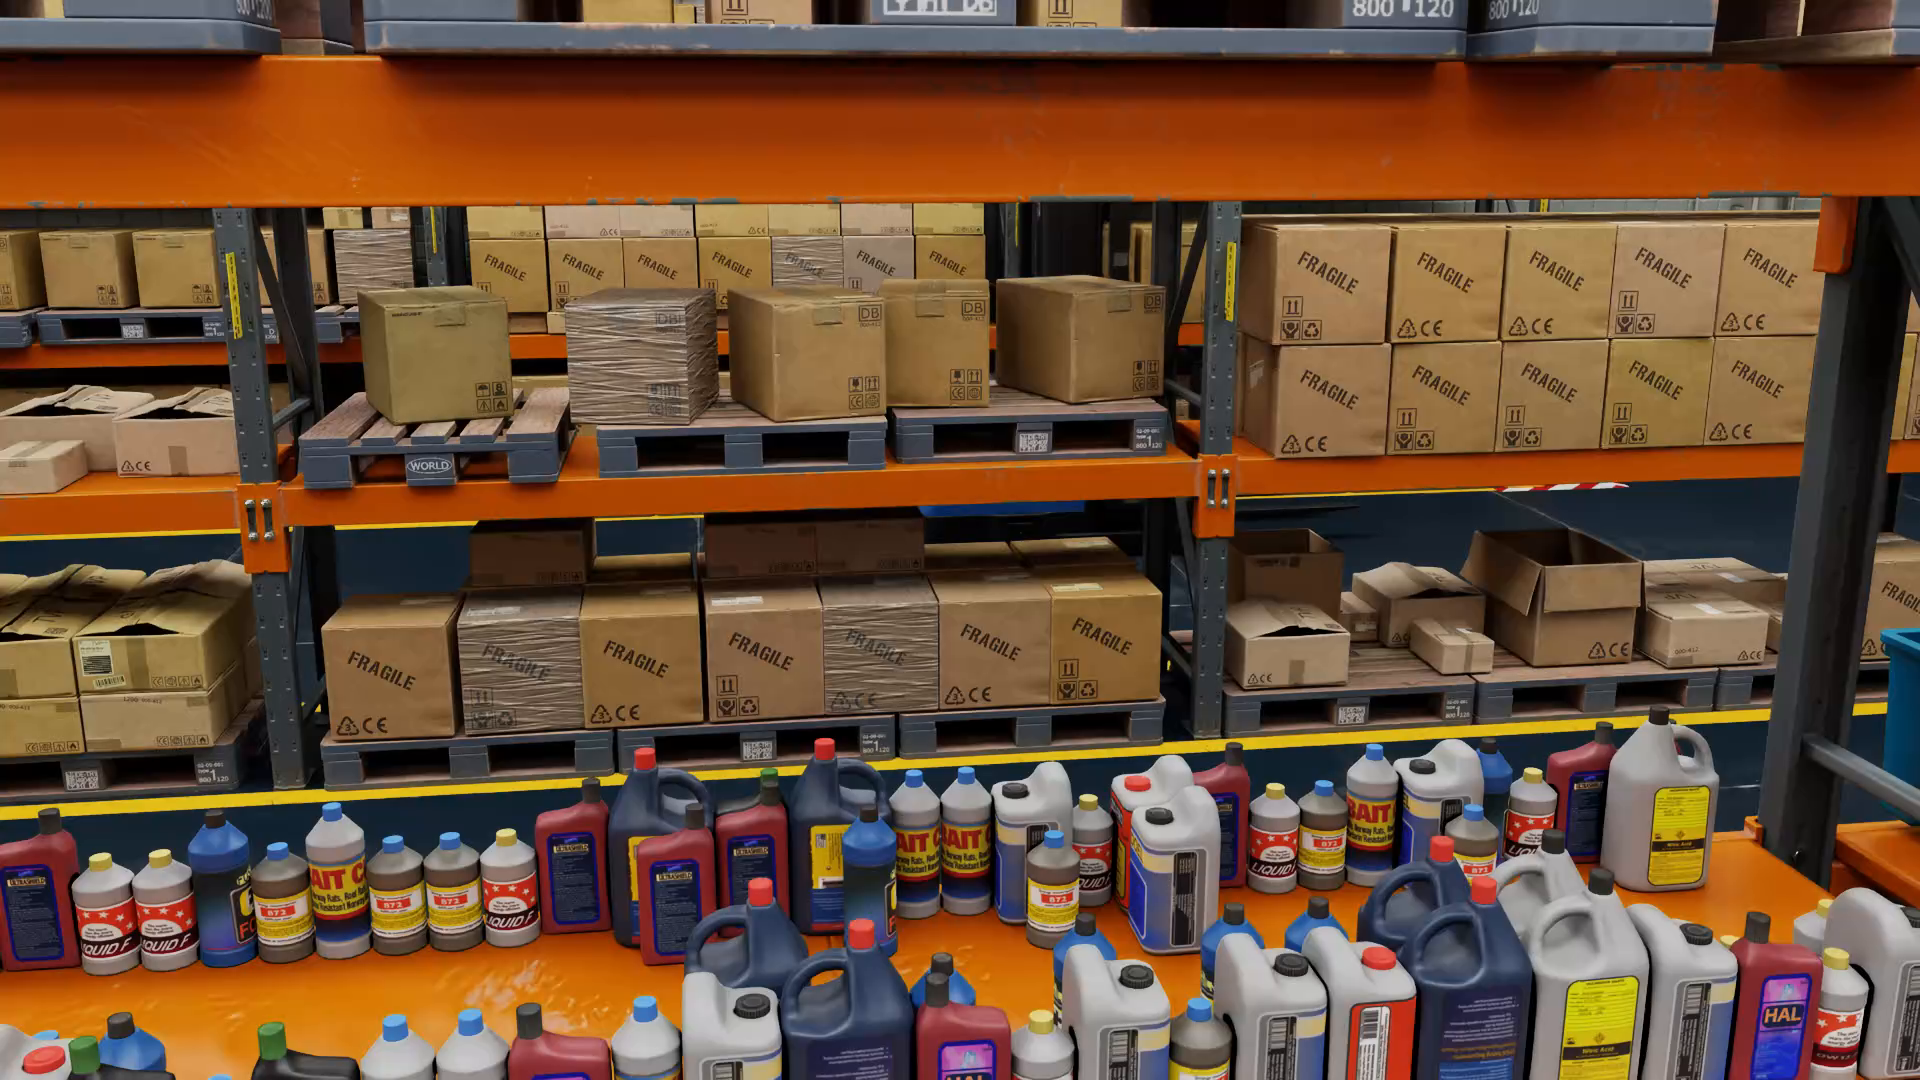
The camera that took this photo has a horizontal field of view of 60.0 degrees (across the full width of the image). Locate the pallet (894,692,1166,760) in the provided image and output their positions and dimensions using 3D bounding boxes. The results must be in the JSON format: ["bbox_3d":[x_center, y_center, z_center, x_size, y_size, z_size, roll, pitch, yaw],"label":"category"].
[{"bbox_3d":[0.257,0.728,7.884,1.213,0.211,1.003,-2,14,-8],"label":"pallet"}]

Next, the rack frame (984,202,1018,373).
[{"bbox_3d":[0.314,-1.854,12.450,0.127,3.000,1.000,-2,14,-8],"label":"rack frame"}]

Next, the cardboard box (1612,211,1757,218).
[{"bbox_3d":[3.522,-1.351,8.181,0.500,0.500,0.500,-2,14,-8],"label":"cardboard box"}]

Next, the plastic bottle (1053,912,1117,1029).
[{"bbox_3d":[0.189,0.699,2.534,0.097,0.271,0.097,0,14,0],"label":"plastic bottle"}]

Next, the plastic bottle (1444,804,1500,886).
[{"bbox_3d":[0.951,0.593,3.100,0.097,0.201,0.097,0,14,0],"label":"plastic bottle"}]

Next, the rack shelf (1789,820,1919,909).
[{"bbox_3d":[3.768,0.805,3.324,4.000,0.370,1.077,-2,14,-8],"label":"rack shelf"}]

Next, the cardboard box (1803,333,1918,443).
[{"bbox_3d":[4.096,-0.755,7.861,0.500,0.500,0.500,-2,14,-8],"label":"cardboard box"}]

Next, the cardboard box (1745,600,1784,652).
[{"bbox_3d":[4.096,0.425,8.281,0.250,0.166,0.380,-2,14,-8],"label":"cardboard box"}]

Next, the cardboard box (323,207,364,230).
[{"bbox_3d":[-4.294,-2.251,11.588,0.250,0.149,0.380,-5,15,-18],"label":"cardboard box"}]

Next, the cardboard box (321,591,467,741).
[{"bbox_3d":[-2.407,0.533,7.163,0.500,0.500,0.500,-1,14,-6],"label":"cardboard box"}]

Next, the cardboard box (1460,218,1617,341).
[{"bbox_3d":[2.582,-1.183,7.512,0.500,0.500,0.500,-3,14,-10],"label":"cardboard box"}]

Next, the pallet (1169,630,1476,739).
[{"bbox_3d":[1.735,0.665,8.136,1.213,0.211,1.003,-2,14,-8],"label":"pallet"}]

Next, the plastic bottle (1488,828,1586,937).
[{"bbox_3d":[0.908,0.630,2.645,0.185,0.351,0.144,-2,14,-8],"label":"plastic bottle"}]

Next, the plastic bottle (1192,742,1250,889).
[{"bbox_3d":[0.485,0.528,3.189,0.133,0.283,0.061,-2,14,-8],"label":"plastic bottle"}]

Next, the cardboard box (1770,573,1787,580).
[{"bbox_3d":[4.299,0.295,8.801,0.250,0.166,0.380,-2,14,-8],"label":"cardboard box"}]

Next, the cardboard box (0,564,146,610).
[{"bbox_3d":[-3.980,0.309,7.458,0.500,0.311,0.500,-2,14,-10],"label":"cardboard box"}]

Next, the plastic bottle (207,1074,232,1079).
[{"bbox_3d":[-0.981,0.813,2.223,0.097,0.201,0.097,0,14,0],"label":"plastic bottle"}]

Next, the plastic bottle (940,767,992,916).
[{"bbox_3d":[0.012,0.556,3.104,0.097,0.271,0.097,0,14,0],"label":"plastic bottle"}]

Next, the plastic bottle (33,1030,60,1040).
[{"bbox_3d":[-1.269,0.786,2.330,0.097,0.201,0.097,0,14,0],"label":"plastic bottle"}]

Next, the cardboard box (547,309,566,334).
[{"bbox_3d":[-2.755,-1.550,11.710,0.250,0.149,0.380,-2,14,-7],"label":"cardboard box"}]

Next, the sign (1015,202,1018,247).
[{"bbox_3d":[0.404,-2.247,11.799,0.005,0.325,0.100,-2,14,-8],"label":"sign"}]

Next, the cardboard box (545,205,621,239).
[{"bbox_3d":[-2.623,-2.250,11.626,0.500,0.250,0.500,-2,14,-9],"label":"cardboard box"}]

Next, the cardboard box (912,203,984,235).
[{"bbox_3d":[-0.110,-2.342,11.995,0.500,0.250,0.500,-2,14,-7],"label":"cardboard box"}]

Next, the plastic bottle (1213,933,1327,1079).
[{"bbox_3d":[0.455,0.717,2.450,0.135,0.276,0.152,-2,14,-8],"label":"plastic bottle"}]

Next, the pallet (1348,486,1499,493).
[{"bbox_3d":[3.490,-0.599,13.176,1.213,0.211,1.003,-2,14,-8],"label":"pallet"}]

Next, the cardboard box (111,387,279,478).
[{"bbox_3d":[-3.266,-0.472,7.121,0.500,0.311,0.500,-1,14,-5],"label":"cardboard box"}]

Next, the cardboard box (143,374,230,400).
[{"bbox_3d":[-5.426,-1.010,11.775,0.500,0.250,0.500,-2,14,-9],"label":"cardboard box"}]

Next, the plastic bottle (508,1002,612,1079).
[{"bbox_3d":[-0.540,0.761,2.259,0.133,0.283,0.061,-2,14,-8],"label":"plastic bottle"}]

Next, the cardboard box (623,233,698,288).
[{"bbox_3d":[-2.113,-1.902,11.783,0.500,0.500,0.500,-2,14,-9],"label":"cardboard box"}]

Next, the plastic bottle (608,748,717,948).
[{"bbox_3d":[-0.535,0.543,2.991,0.185,0.351,0.144,-2,14,-8],"label":"plastic bottle"}]

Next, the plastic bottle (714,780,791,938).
[{"bbox_3d":[-0.375,0.575,3.004,0.133,0.283,0.061,-2,14,-8],"label":"plastic bottle"}]

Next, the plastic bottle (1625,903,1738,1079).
[{"bbox_3d":[1.087,0.694,2.543,0.135,0.276,0.152,-2,14,-8],"label":"plastic bottle"}]

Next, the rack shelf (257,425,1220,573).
[{"bbox_3d":[-0.922,-0.242,7.497,4.000,0.370,1.077,-2,14,-8],"label":"rack shelf"}]

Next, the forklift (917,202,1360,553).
[{"bbox_3d":[1.154,-1.450,10.978,3.031,2.935,1.130,-2,14,-10],"label":"forklift"}]

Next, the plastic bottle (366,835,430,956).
[{"bbox_3d":[-1.003,0.627,2.964,0.097,0.201,0.097,0,14,0],"label":"plastic bottle"}]

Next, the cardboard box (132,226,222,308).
[{"bbox_3d":[-5.333,-1.901,11.527,0.500,0.500,0.700,-2,14,-8],"label":"cardboard box"}]

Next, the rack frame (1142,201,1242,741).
[{"bbox_3d":[1.056,-0.663,7.699,0.127,3.000,1.000,-2,14,-8],"label":"rack frame"}]

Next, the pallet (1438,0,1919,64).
[{"bbox_3d":[1.029,-0.783,2.398,1.003,0.211,1.213,-2,14,-8],"label":"pallet"}]

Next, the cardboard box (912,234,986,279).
[{"bbox_3d":[-0.105,-1.979,12.090,0.500,0.500,0.500,-2,14,-9],"label":"cardboard box"}]

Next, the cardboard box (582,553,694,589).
[{"bbox_3d":[-1.498,0.372,7.806,0.500,0.500,0.500,-3,14,-10],"label":"cardboard box"}]

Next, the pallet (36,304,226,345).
[{"bbox_3d":[-5.593,-1.535,11.570,1.213,0.211,1.003,-2,14,-8],"label":"pallet"}]

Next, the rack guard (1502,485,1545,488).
[{"bbox_3d":[4.293,-0.788,13.335,0.348,0.500,1.175,-2,14,-8],"label":"rack guard"}]

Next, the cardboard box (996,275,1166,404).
[{"bbox_3d":[0.554,-0.952,7.782,0.500,0.500,0.700,-7,16,-27],"label":"cardboard box"}]

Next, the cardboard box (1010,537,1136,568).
[{"bbox_3d":[0.541,0.295,8.113,0.500,0.500,0.500,-3,14,-11],"label":"cardboard box"}]

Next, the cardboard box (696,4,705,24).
[{"bbox_3d":[-1.618,-3.527,11.844,0.500,0.500,0.700,-2,14,-8],"label":"cardboard box"}]

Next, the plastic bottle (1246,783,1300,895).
[{"bbox_3d":[0.602,0.568,3.198,0.097,0.201,0.097,0,14,0],"label":"plastic bottle"}]

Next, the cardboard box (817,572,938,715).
[{"bbox_3d":[-0.376,0.457,7.468,0.500,0.500,0.500,-2,14,-8],"label":"cardboard box"}]

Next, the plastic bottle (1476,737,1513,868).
[{"bbox_3d":[1.024,0.519,3.252,0.097,0.271,0.097,0,14,0],"label":"plastic bottle"}]

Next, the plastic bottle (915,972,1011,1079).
[{"bbox_3d":[0.004,0.741,2.339,0.133,0.283,0.061,-2,14,-8],"label":"plastic bottle"}]

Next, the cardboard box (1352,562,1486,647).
[{"bbox_3d":[2.318,0.312,8.435,0.500,0.311,0.500,-2,14,-8],"label":"cardboard box"}]

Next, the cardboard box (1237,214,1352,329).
[{"bbox_3d":[1.517,-1.277,7.886,0.500,0.500,0.500,-2,14,-8],"label":"cardboard box"}]

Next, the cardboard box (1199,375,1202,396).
[{"bbox_3d":[1.951,-1.150,12.583,0.250,0.149,0.380,-3,14,-10],"label":"cardboard box"}]

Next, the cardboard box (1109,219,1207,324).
[{"bbox_3d":[1.575,-2.041,12.576,0.700,0.700,0.980,-2,14,-10],"label":"cardboard box"}]

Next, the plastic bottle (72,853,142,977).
[{"bbox_3d":[-1.484,0.645,2.894,0.097,0.201,0.097,0,14,0],"label":"plastic bottle"}]

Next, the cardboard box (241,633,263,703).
[{"bbox_3d":[-3.461,0.560,7.610,0.500,0.250,0.500,-2,14,-9],"label":"cardboard box"}]

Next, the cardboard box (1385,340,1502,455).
[{"bbox_3d":[2.106,-0.684,7.576,0.500,0.500,0.500,-2,14,-7],"label":"cardboard box"}]

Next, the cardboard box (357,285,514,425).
[{"bbox_3d":[-2.294,-0.820,7.257,0.500,0.500,0.700,-7,16,-27],"label":"cardboard box"}]

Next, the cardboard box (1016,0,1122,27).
[{"bbox_3d":[0.547,-2.418,7.256,0.600,0.600,0.600,-3,14,-14],"label":"cardboard box"}]
